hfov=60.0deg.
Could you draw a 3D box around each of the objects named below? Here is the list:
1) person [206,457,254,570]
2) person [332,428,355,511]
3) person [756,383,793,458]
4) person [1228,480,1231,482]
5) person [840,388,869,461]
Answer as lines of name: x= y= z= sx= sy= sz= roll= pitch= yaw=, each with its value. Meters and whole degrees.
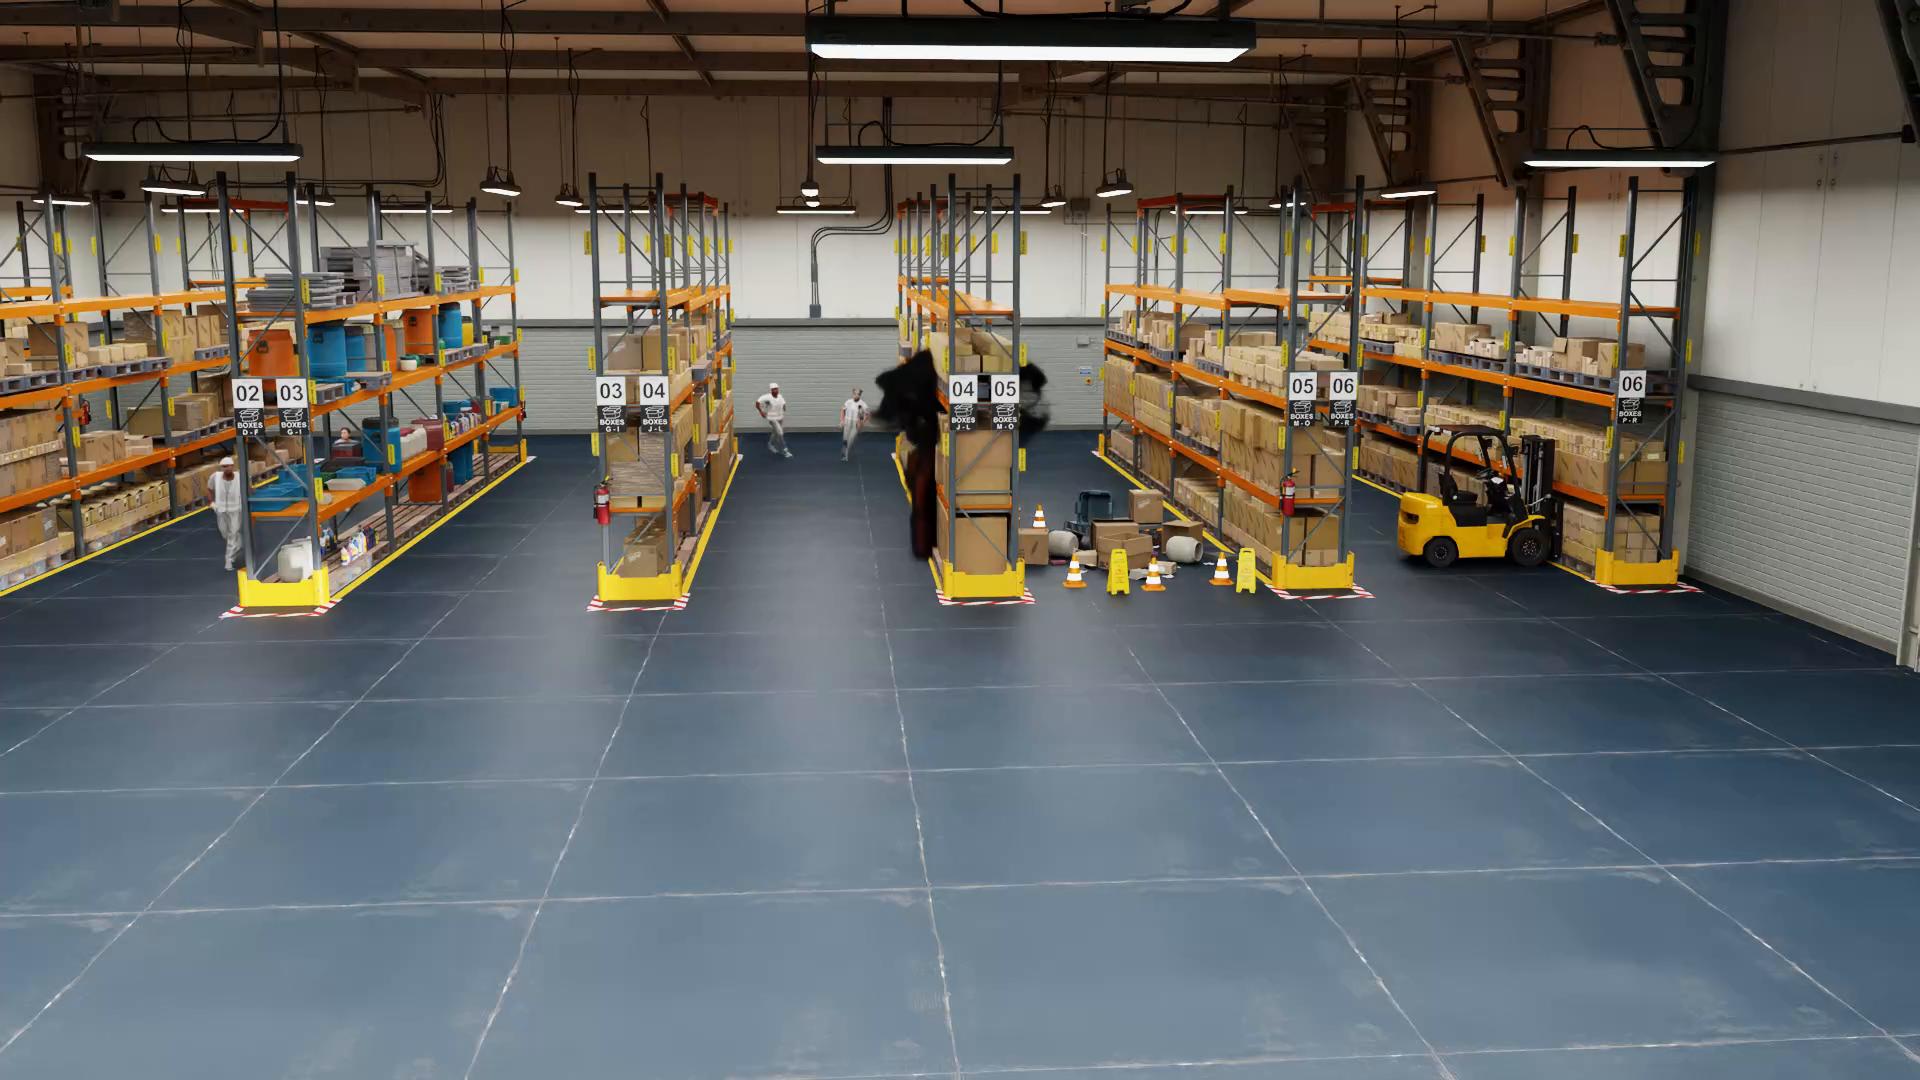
person: x=-11.557 y=-0.460 z=26.386 sx=0.680 sy=1.770 sz=1.015 roll=-2 pitch=10 yaw=-11
person: x=-11.731 y=-1.345 z=31.733 sx=0.603 sy=1.617 sz=0.632 roll=-1 pitch=10 yaw=-3
person: x=-4.444 y=-2.882 z=39.878 sx=0.936 sy=1.778 sz=0.709 roll=8 pitch=13 yaw=39
person: x=5.846 y=-1.923 z=34.856 sx=0.581 sy=1.715 sz=0.826 roll=-2 pitch=10 yaw=-13
person: x=-2.497 y=-2.734 z=39.275 sx=0.699 sy=1.707 sz=0.551 roll=1 pitch=10 yaw=8
